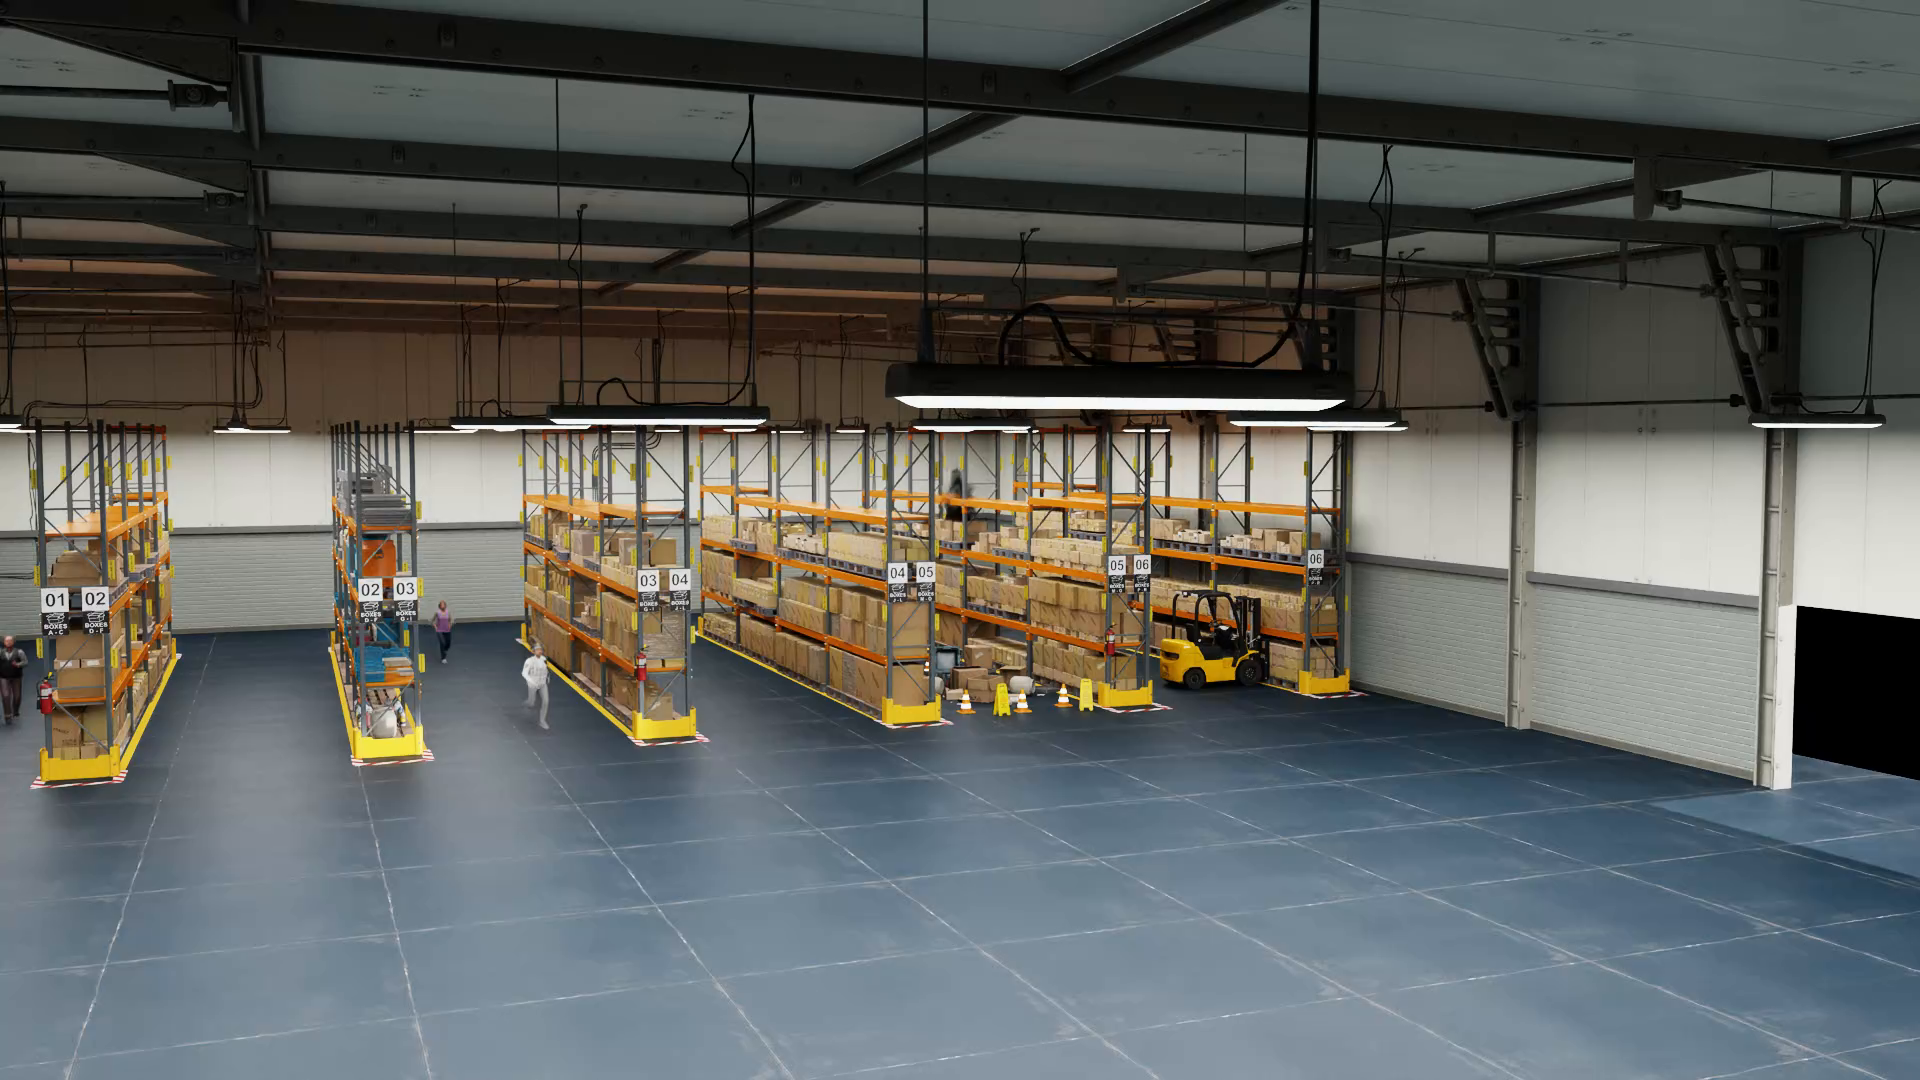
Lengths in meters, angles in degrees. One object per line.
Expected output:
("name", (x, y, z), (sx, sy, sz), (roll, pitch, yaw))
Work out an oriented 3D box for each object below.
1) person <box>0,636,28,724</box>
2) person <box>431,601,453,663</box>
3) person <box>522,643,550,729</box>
("person", (-18.954, 2.768, 33.177), (0.659, 1.698, 0.969), (-2, 4, -32))
("person", (-13.083, 2.319, 42.039), (0.541, 1.552, 0.666), (-2, 4, -28))
("person", (-8.363, 2.862, 32.858), (0.602, 1.685, 0.942), (-2, 4, -35))
